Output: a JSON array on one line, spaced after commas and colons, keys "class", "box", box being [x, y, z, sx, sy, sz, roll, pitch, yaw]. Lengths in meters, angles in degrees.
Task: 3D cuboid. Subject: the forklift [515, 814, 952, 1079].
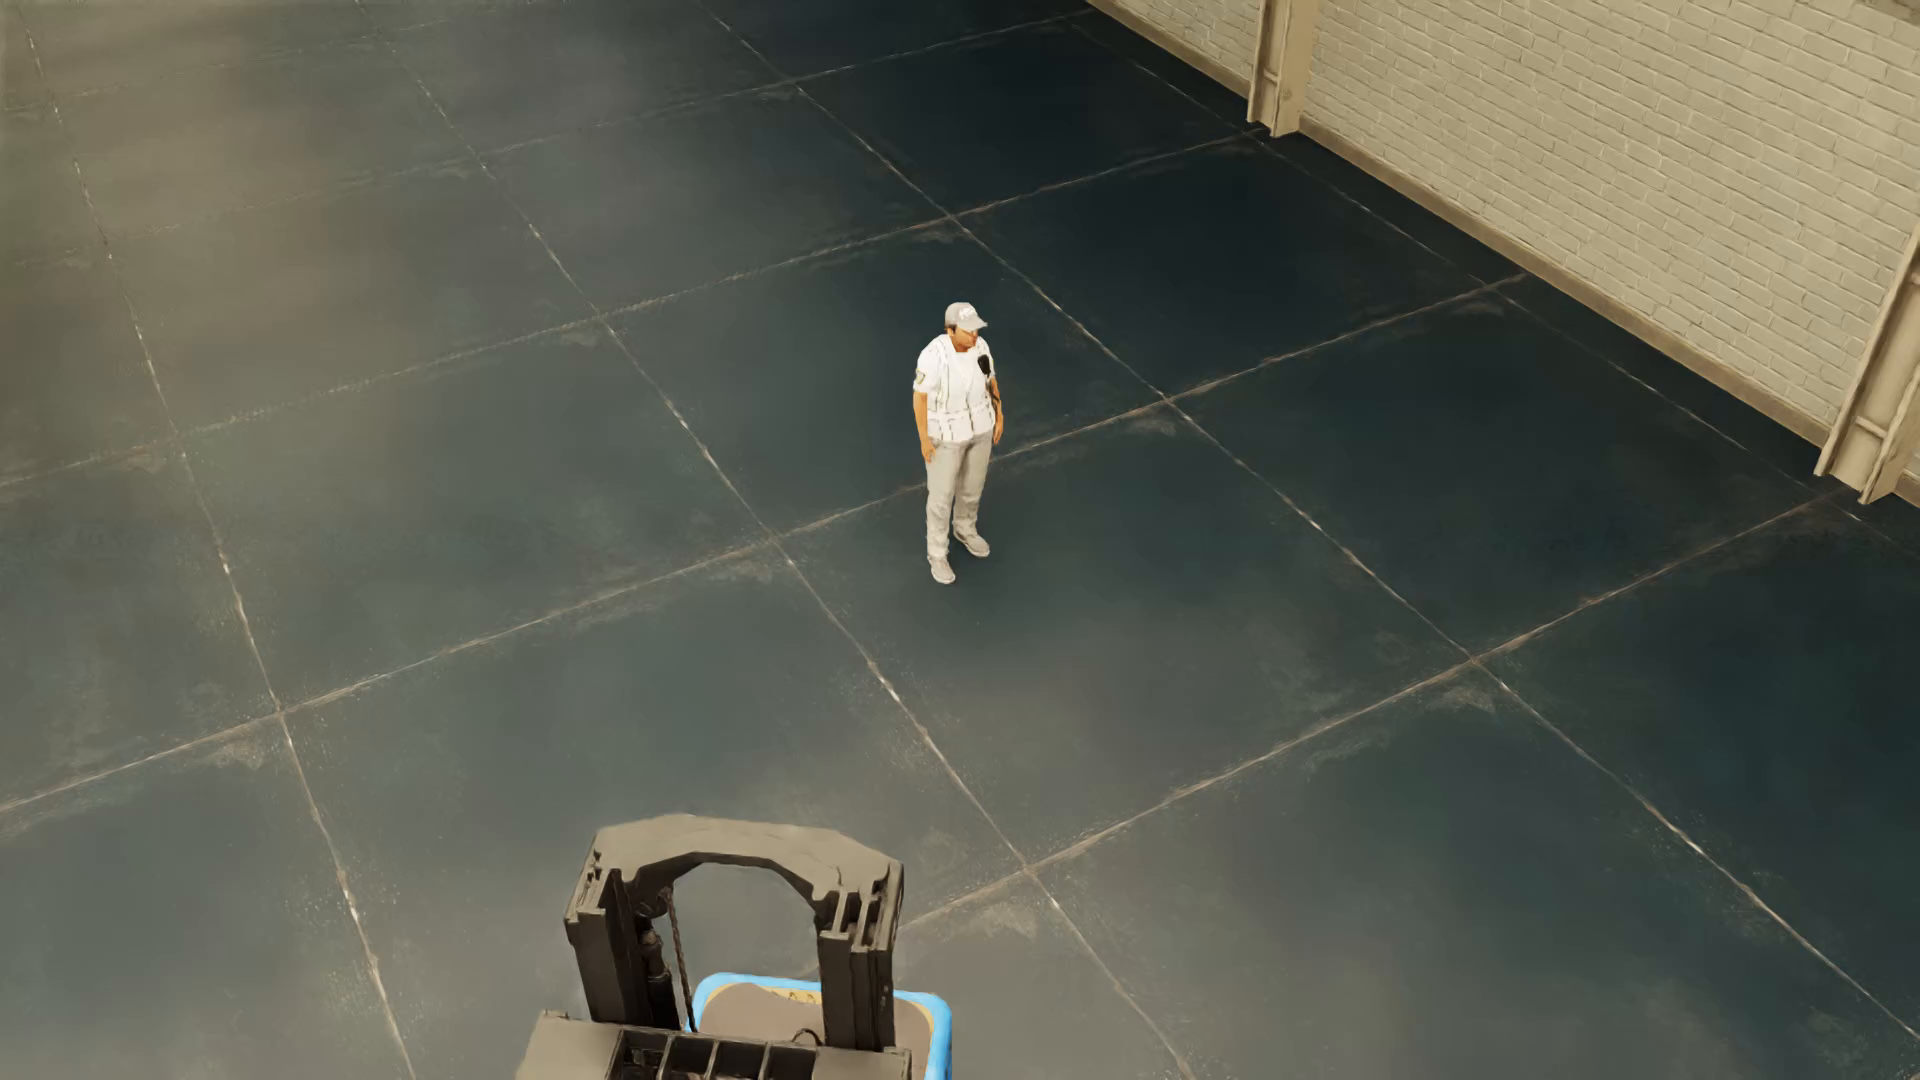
[{"class": "forklift", "box": [-0.711, 2.378, 5.169, 1.130, 2.935, 3.031, 4, 40, 5]}]

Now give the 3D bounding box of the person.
[{"class": "person", "box": [0.019, -0.598, 9.735, 0.598, 1.669, 0.529, -20, 44, -23]}]
